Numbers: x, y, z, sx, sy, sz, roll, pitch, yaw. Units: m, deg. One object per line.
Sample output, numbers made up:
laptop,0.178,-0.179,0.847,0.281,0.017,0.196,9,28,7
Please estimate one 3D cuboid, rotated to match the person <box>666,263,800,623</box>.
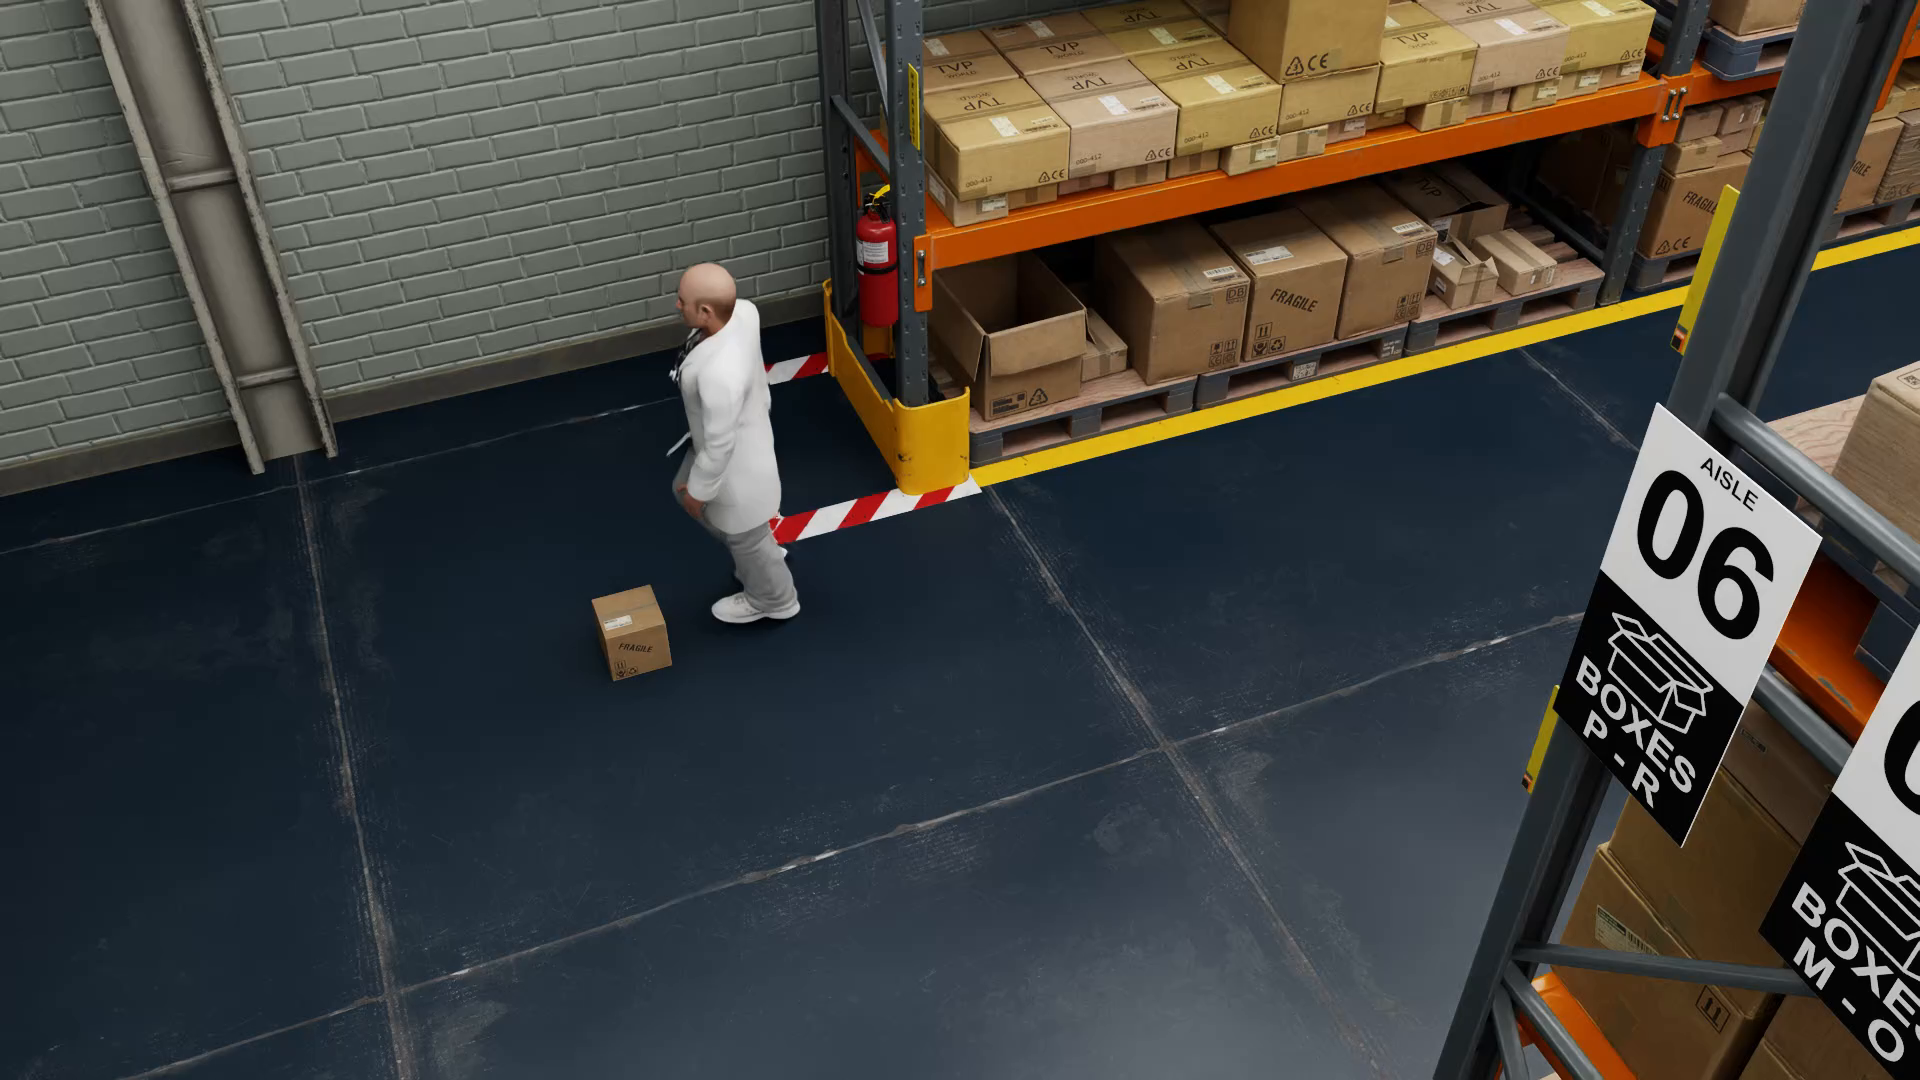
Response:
person,-0.928,-0.305,6.528,0.491,1.733,0.635,-2,41,-2
